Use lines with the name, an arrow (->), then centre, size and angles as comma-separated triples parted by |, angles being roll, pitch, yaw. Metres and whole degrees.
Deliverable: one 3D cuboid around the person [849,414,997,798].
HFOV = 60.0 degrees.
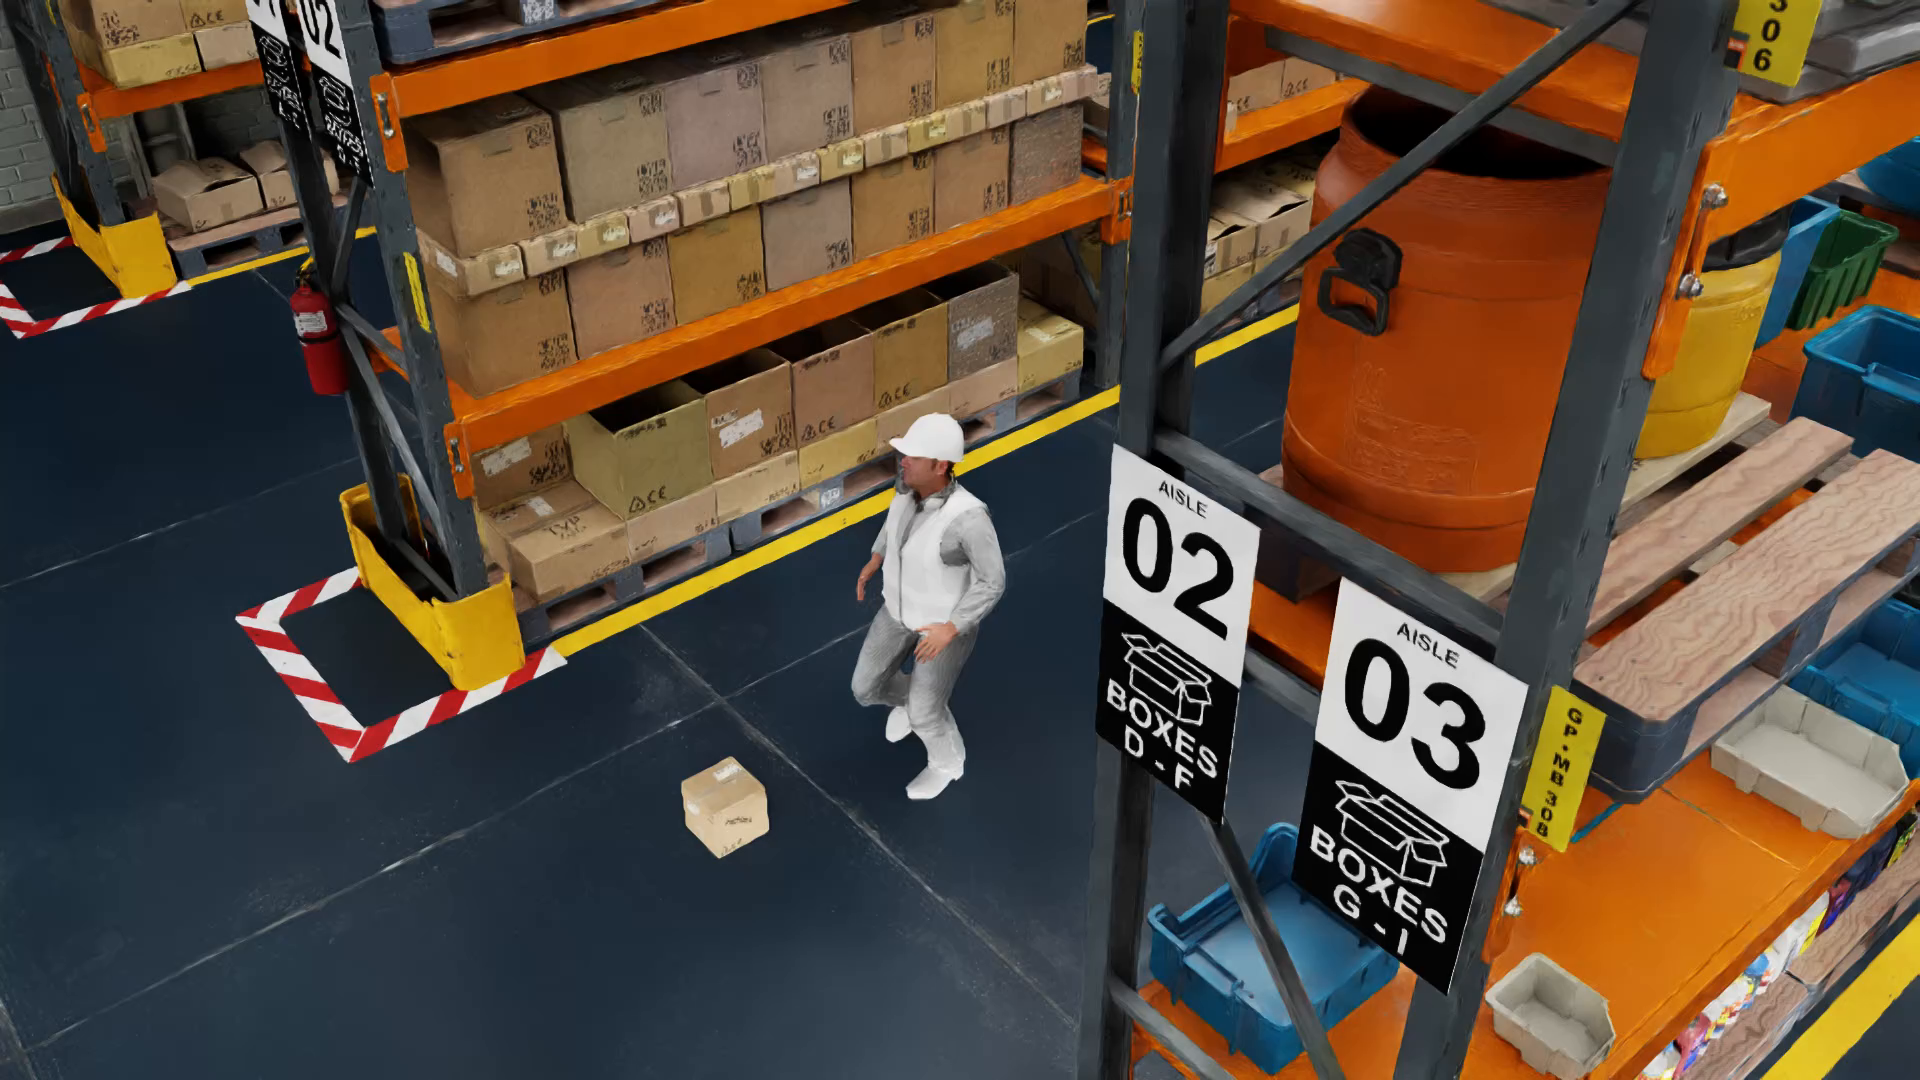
person -> -0.172, 0.306, 6.651 | 0.526, 1.756, 0.720 | -29, 45, -34
